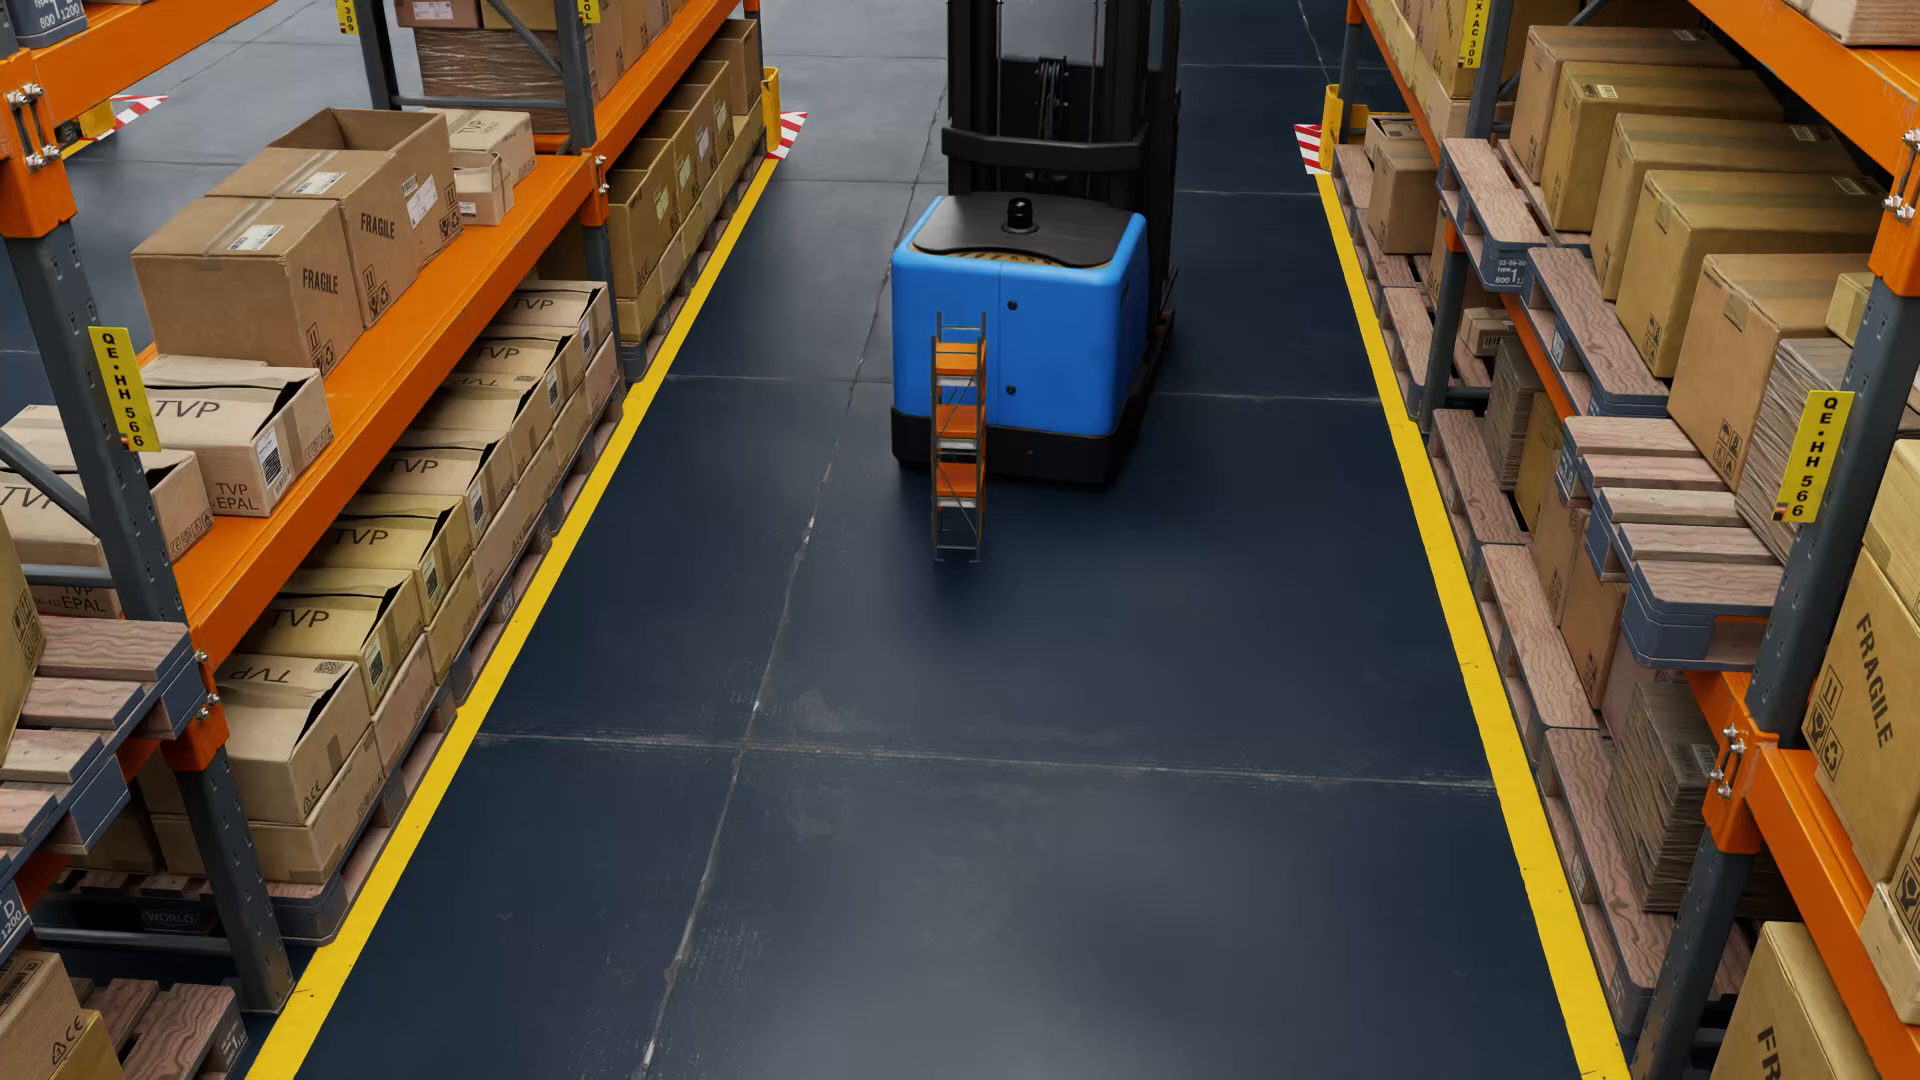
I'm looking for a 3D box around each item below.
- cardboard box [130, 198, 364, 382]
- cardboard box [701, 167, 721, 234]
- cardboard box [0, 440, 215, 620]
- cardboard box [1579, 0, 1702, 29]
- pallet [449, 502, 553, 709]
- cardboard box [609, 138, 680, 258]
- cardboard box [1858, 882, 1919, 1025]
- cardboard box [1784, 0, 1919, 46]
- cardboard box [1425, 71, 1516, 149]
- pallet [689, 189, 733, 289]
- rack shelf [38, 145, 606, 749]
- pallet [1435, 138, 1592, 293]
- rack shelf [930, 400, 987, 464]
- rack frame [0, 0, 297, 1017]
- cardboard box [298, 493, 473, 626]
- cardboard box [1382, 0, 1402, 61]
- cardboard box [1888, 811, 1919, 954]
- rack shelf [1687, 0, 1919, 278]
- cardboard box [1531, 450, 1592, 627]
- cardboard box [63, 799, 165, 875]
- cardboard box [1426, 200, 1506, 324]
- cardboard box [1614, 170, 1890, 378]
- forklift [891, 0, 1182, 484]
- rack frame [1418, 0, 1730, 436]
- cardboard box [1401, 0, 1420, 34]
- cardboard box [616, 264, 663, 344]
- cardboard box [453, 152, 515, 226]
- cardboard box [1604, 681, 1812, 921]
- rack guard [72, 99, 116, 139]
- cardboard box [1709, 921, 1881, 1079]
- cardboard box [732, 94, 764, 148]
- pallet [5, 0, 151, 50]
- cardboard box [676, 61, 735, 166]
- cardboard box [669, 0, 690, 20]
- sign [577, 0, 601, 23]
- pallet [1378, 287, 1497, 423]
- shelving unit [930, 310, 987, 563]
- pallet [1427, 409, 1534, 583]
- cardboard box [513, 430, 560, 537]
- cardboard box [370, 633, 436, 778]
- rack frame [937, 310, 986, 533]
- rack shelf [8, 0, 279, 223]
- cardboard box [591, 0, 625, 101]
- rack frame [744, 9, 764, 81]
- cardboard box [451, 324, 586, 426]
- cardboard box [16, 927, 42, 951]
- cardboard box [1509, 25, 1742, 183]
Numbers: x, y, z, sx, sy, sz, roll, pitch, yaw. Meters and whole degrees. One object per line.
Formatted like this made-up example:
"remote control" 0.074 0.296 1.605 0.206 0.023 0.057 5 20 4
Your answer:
"cardboard box" -2.399 -0.833 5.647 0.500 0.500 0.500 1 32 1
"cardboard box" -1.727 -2.026 9.899 0.500 0.250 0.500 2 32 4
"cardboard box" -2.446 -0.063 4.578 0.500 0.311 0.500 4 32 7
"cardboard box" 2.990 -2.295 7.524 0.500 0.500 0.500 2 32 3
"pallet" -2.312 0.210 6.708 1.003 0.211 1.213 2 32 4
"cardboard box" -1.811 -1.822 8.854 0.500 0.500 0.500 2 32 4
"cardboard box" 2.025 0.825 3.273 0.380 0.149 0.250 3 32 5
"cardboard box" 2.208 -1.338 3.769 0.500 0.311 0.500 2 32 4
"cardboard box" 2.480 -2.000 7.759 0.500 0.250 0.500 3 32 4
"pallet" -1.991 -1.871 10.084 1.003 0.211 1.213 2 32 4
"rack shelf" -2.357 -0.652 6.134 1.077 0.370 4.000 2 32 4
"pallet" 2.537 -1.319 6.714 1.003 0.211 1.213 2 32 4
"rack shelf" -0.004 -0.410 6.935 0.215 0.259 0.240 2 32 4
"rack frame" -2.519 0.088 4.249 1.000 3.000 0.127 2 32 4
"cardboard box" -2.106 0.038 6.016 0.500 0.311 0.500 2 32 3
"cardboard box" 2.594 -2.786 9.036 0.500 0.250 0.500 3 32 4
"cardboard box" 2.072 0.636 2.961 0.500 0.500 0.500 3 32 6
"rack shelf" 2.581 -1.719 5.007 1.077 0.370 4.000 2 32 4
"cardboard box" 2.627 0.006 6.345 0.700 0.500 0.500 3 32 5
"cardboard box" -2.720 0.794 5.323 0.500 0.250 0.500 3 32 5
"cardboard box" 2.788 -1.462 8.726 0.500 0.500 0.500 0 32 0
"cardboard box" 2.526 -0.831 5.225 0.700 0.500 0.500 2 32 4
"forklift" 0.541 -2.264 8.130 1.130 2.935 3.031 8 32 12
"rack frame" 2.744 -1.794 7.302 1.000 3.000 0.127 2 32 4
"cardboard box" 2.561 -2.843 8.413 0.500 0.500 0.500 2 32 3
"cardboard box" -1.854 -1.242 8.626 0.500 0.250 0.500 2 32 4
"cardboard box" -2.082 -1.479 6.919 0.396 0.266 0.258 2 32 3
"cardboard box" 2.425 0.796 5.063 0.700 0.500 0.500 3 32 5
"rack guard" -6.764 -3.203 11.971 1.175 0.500 0.348 2 32 4
"cardboard box" 2.227 1.413 3.747 0.750 0.750 0.750 2 32 3
"cardboard box" -1.617 -2.811 11.172 0.500 0.250 0.500 2 32 4
"pallet" -2.553 -1.468 4.093 1.213 0.211 1.003 4 32 6
"cardboard box" -1.682 -2.606 10.126 0.500 0.500 0.500 2 32 4
"cardboard box" -2.003 -3.360 9.748 0.700 0.500 0.500 3 32 4
"sign" -1.652 -2.445 7.330 0.100 0.325 0.005 2 32 4
"pallet" 2.763 -0.960 8.606 1.003 0.211 1.213 2 32 4
"shelving unit" -0.004 -0.419 6.929 0.215 1.050 0.252 2 32 4
"pallet" 2.682 -0.200 7.373 1.003 0.211 1.213 2 32 4
"cardboard box" -2.023 -0.251 7.019 0.500 0.250 0.500 3 32 5
"cardboard box" -2.144 0.555 5.710 0.500 0.250 0.500 2 32 3
"rack frame" 0.006 -0.483 7.033 0.200 1.050 0.008 2 32 4
"rack shelf" -2.357 -1.929 5.347 1.077 0.370 4.000 2 32 4
"cardboard box" -2.127 -2.555 8.441 0.700 0.500 0.500 2 32 3
"rack frame" -1.868 -4.095 11.037 1.000 3.000 0.127 2 32 4
"cardboard box" -1.977 -0.754 7.301 0.500 0.311 0.500 3 32 5
"cardboard box" -2.841 1.190 4.423 0.500 0.500 0.500 4 32 6
"cardboard box" 2.668 -1.759 6.731 0.700 0.500 0.500 3 32 4
